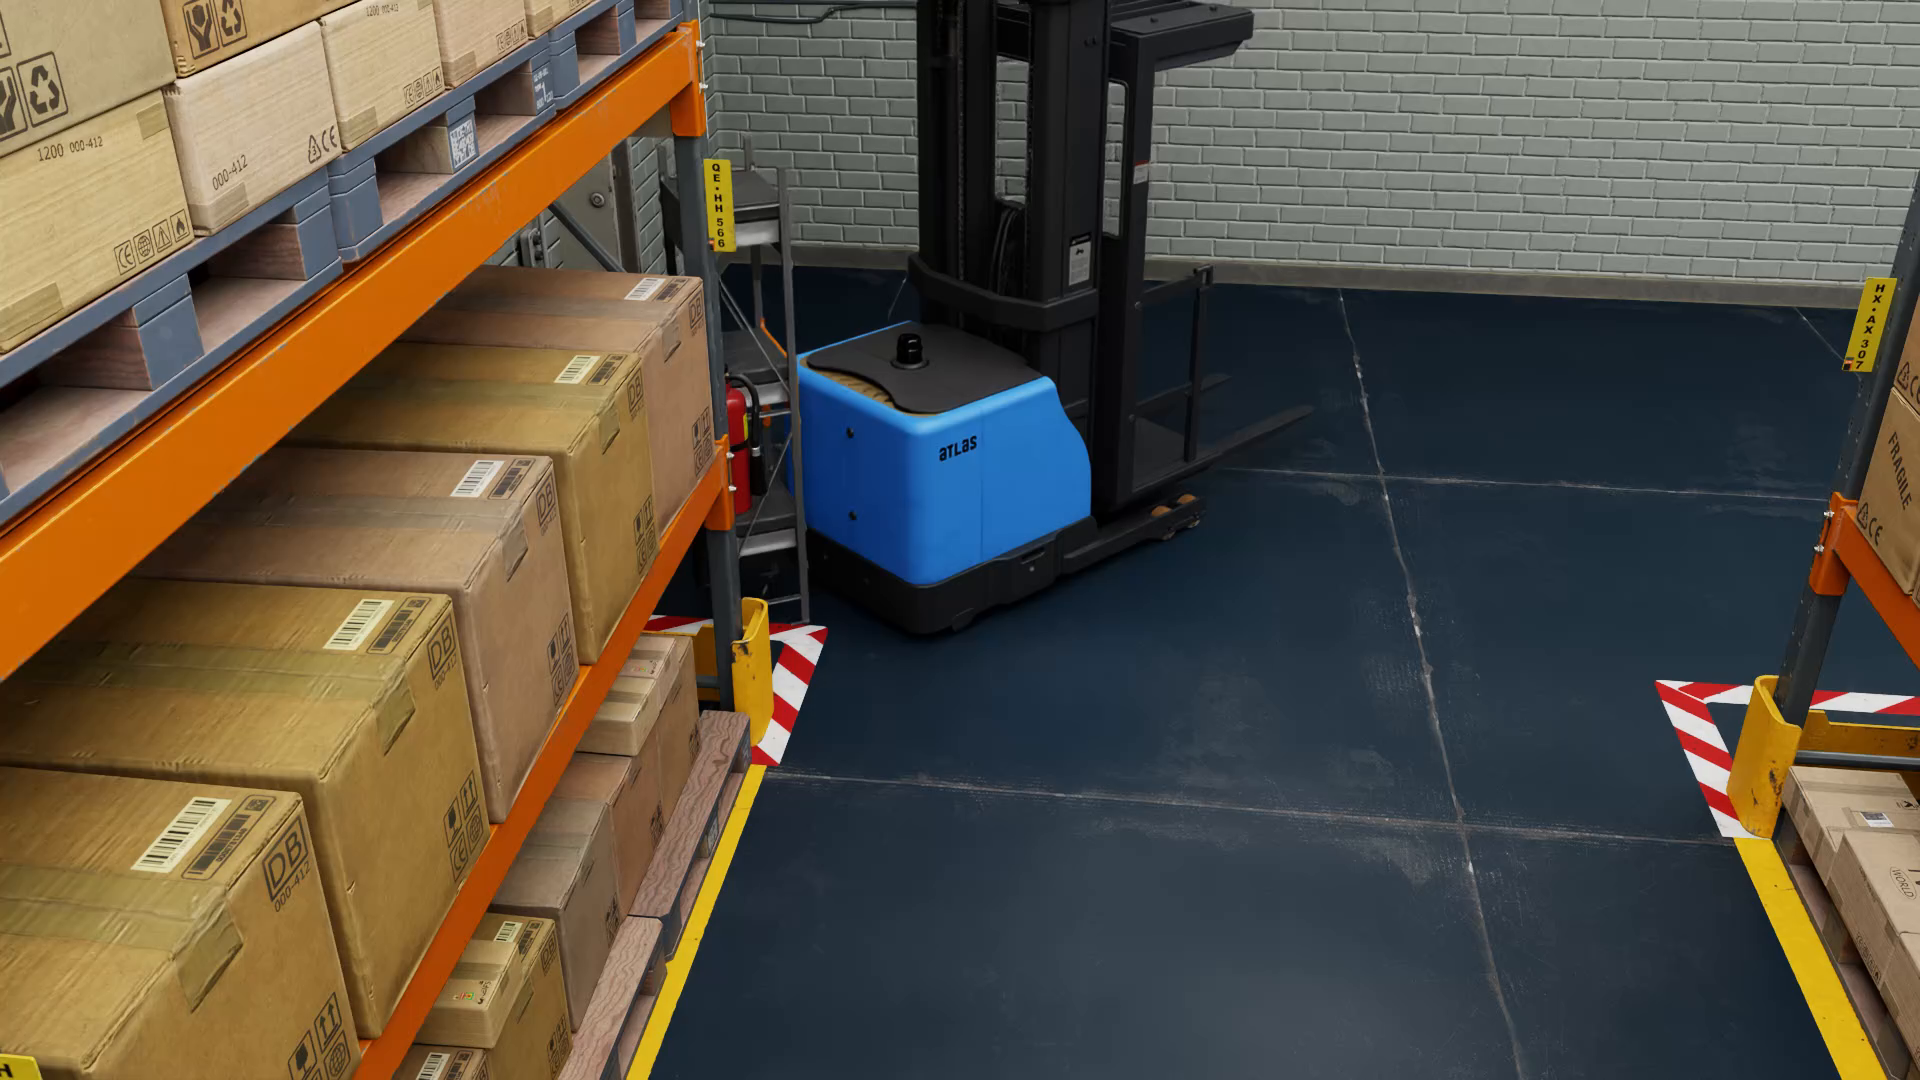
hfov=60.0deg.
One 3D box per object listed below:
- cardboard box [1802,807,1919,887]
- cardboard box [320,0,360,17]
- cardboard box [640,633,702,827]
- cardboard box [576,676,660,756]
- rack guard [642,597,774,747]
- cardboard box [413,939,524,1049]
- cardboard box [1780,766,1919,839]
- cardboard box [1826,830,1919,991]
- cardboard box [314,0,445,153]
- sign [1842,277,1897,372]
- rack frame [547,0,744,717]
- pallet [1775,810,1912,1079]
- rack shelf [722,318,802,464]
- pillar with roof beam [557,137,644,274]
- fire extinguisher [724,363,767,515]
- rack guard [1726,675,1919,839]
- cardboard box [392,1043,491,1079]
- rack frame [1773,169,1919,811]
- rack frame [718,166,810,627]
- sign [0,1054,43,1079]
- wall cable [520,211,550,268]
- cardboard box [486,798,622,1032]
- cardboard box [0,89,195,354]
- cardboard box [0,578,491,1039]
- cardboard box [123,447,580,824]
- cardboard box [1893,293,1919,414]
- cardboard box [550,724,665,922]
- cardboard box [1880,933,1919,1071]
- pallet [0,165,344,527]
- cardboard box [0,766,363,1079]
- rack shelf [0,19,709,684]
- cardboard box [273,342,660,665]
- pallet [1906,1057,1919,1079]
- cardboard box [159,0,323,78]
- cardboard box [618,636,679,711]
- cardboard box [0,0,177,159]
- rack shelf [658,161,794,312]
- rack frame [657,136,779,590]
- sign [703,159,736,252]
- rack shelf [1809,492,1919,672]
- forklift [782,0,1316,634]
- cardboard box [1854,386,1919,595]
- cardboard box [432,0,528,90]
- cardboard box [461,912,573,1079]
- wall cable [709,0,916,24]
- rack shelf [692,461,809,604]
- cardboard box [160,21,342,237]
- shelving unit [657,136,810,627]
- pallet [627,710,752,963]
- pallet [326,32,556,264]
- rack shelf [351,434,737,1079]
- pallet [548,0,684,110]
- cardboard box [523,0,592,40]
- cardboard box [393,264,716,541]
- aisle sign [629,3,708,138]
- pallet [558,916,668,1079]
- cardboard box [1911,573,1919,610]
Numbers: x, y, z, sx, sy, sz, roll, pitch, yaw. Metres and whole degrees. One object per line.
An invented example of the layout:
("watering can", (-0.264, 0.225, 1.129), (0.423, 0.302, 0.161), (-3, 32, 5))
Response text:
("cardboard box", (3.121, 1.052, 5.658), (0.380, 0.166, 0.250), (3, 28, 6))
("cardboard box", (-1.385, -1.307, 3.171), (0.500, 0.500, 0.500), (4, 29, 7))
("cardboard box", (-1.359, 0.669, 6.039), (0.700, 0.500, 0.500), (3, 28, 6))
("cardboard box", (-1.224, 0.574, 5.530), (0.380, 0.149, 0.250), (4, 29, 8))
("rack guard", (-1.370, 0.507, 6.782), (1.175, 0.500, 0.348), (3, 28, 6))
("cardboard box", (-1.382, 1.188, 4.391), (0.380, 0.149, 0.250), (3, 28, 5))
("cardboard box", (3.152, 0.942, 5.880), (0.380, 0.149, 0.250), (3, 28, 6))
("cardboard box", (3.135, 1.195, 5.304), (0.500, 0.250, 0.500), (3, 28, 6))
("cardboard box", (-1.384, -0.974, 3.342), (0.500, 0.250, 0.500), (3, 28, 5))
("sign", (3.006, -0.709, 5.490), (0.100, 0.325, 0.005), (3, 28, 6))
("rack frame", (-1.372, -0.582, 6.168), (1.000, 3.000, 0.127), (3, 28, 6))
("pallet", (3.438, 1.343, 5.536), (1.003, 0.211, 1.213), (3, 28, 6))
("rack shelf", (-0.964, -0.609, 7.195), (0.431, 0.518, 0.480), (-11, 30, -19))
("pillar with roof beam", (2.372, -4.294, 6.733), (9.100, 9.000, 0.400), (3, 28, 6))
("fire extinguisher", (-0.896, -0.428, 6.357), (0.296, 0.674, 0.183), (3, 28, 6))
("rack guard", (3.535, 0.840, 6.164), (1.175, 0.500, 0.348), (3, 28, 6))
("cardboard box", (-1.604, 1.634, 4.248), (0.700, 0.500, 0.500), (3, 28, 6))
("rack frame", (3.544, -0.296, 5.637), (1.000, 3.000, 0.127), (3, 28, 6))
("rack frame", (-0.872, -0.514, 6.989), (0.400, 2.100, 0.015), (-11, 30, -19))
("sign", (-1.323, 0.853, 2.368), (0.100, 0.325, 0.005), (3, 28, 6))
("wall cable", (-2.154, -1.687, 7.148), (0.084, 1.984, 1.851), (3, 28, 6))
("cardboard box", (-1.481, 1.141, 5.162), (0.700, 0.500, 0.500), (2, 28, 5))
("cardboard box", (-1.516, -0.493, 2.450), (0.500, 0.250, 0.500), (3, 28, 6))
("cardboard box", (-1.685, 0.571, 3.712), (0.980, 0.700, 0.700), (3, 28, 5))
("cardboard box", (-1.606, 0.228, 4.348), (0.980, 0.700, 0.700), (2, 28, 4))
("cardboard box", (3.228, -0.587, 5.017), (0.500, 0.500, 0.500), (4, 29, 8))
("cardboard box", (-1.420, 0.904, 5.602), (0.700, 0.500, 0.500), (3, 28, 6))
("cardboard box", (3.074, 1.431, 4.867), (0.500, 0.250, 0.500), (3, 28, 6))
("pallet", (-1.752, -0.365, 2.697), (1.003, 0.211, 1.213), (3, 28, 6))
("cardboard box", (-1.780, 0.914, 3.074), (0.980, 0.700, 0.700), (4, 29, 7))
("rack shelf", (-1.618, -0.645, 3.880), (1.077, 0.370, 4.000), (3, 28, 6))
("cardboard box", (-1.503, -0.131, 5.014), (0.980, 0.700, 0.700), (3, 28, 6))
("pallet", (3.286, 1.915, 4.473), (1.003, 0.211, 1.213), (3, 28, 6))
("cardboard box", (-1.440, -1.075, 2.739), (0.500, 0.500, 0.500), (3, 28, 5))
("cardboard box", (-1.194, 0.454, 5.753), (0.380, 0.149, 0.250), (3, 28, 6))
("cardboard box", (-1.497, -0.832, 2.289), (0.500, 0.500, 0.500), (3, 28, 6))
("rack shelf", (-0.965, -1.225, 6.862), (0.431, 0.518, 0.480), (-11, 30, -19))
("rack frame", (-1.056, -0.728, 7.387), (0.400, 2.100, 0.015), (-11, 30, -19))
("sign", (-0.836, -1.158, 5.767), (0.100, 0.325, 0.005), (3, 28, 6))
("rack shelf", (3.299, 0.962, 4.060), (1.077, 0.370, 4.000), (3, 28, 6))
("forklift", (0.607, -1.456, 7.863), (3.031, 2.935, 1.130), (-23, 36, -36))
("cardboard box", (3.228, -0.147, 5.254), (0.500, 0.500, 0.500), (4, 29, 7))
("cardboard box", (-1.320, -1.215, 3.790), (0.500, 0.250, 0.500), (3, 28, 5))
("cardboard box", (-1.539, 1.392, 4.696), (0.700, 0.500, 0.500), (4, 29, 7))
("wall cable", (-0.325, -4.498, 10.385), (3.097, 2.526, 0.112), (3, 28, 6))
("rack shelf", (-0.962, 0.007, 7.527), (0.431, 0.518, 0.480), (-11, 30, -19))
("cardboard box", (-1.440, -0.732, 2.893), (0.500, 0.250, 0.500), (3, 28, 5))
("shelving unit", (-0.964, -0.621, 7.188), (0.431, 2.100, 0.503), (-11, 30, -19))
("pallet", (-1.393, 1.026, 6.123), (1.003, 0.211, 1.213), (3, 28, 6))
("pallet", (-1.600, -0.938, 3.760), (1.003, 0.211, 1.213), (3, 28, 6))
("rack shelf", (-1.618, 0.676, 4.591), (1.077, 0.370, 4.000), (3, 28, 6))
("pallet", (-1.453, -1.514, 4.829), (1.003, 0.211, 1.213), (3, 28, 6))
("cardboard box", (-1.261, -1.461, 4.246), (0.500, 0.250, 0.500), (2, 28, 4))
("cardboard box", (-1.425, -0.474, 5.650), (0.980, 0.700, 0.700), (5, 29, 9))
("aisle sign", (-1.066, -1.743, 5.582), (0.394, 0.787, 0.004), (3, 28, 6))
("pallet", (-1.545, 1.599, 5.060), (1.003, 0.211, 1.213), (3, 28, 6))
("cardboard box", (3.170, 0.096, 4.803), (0.500, 0.500, 0.500), (3, 28, 6))
